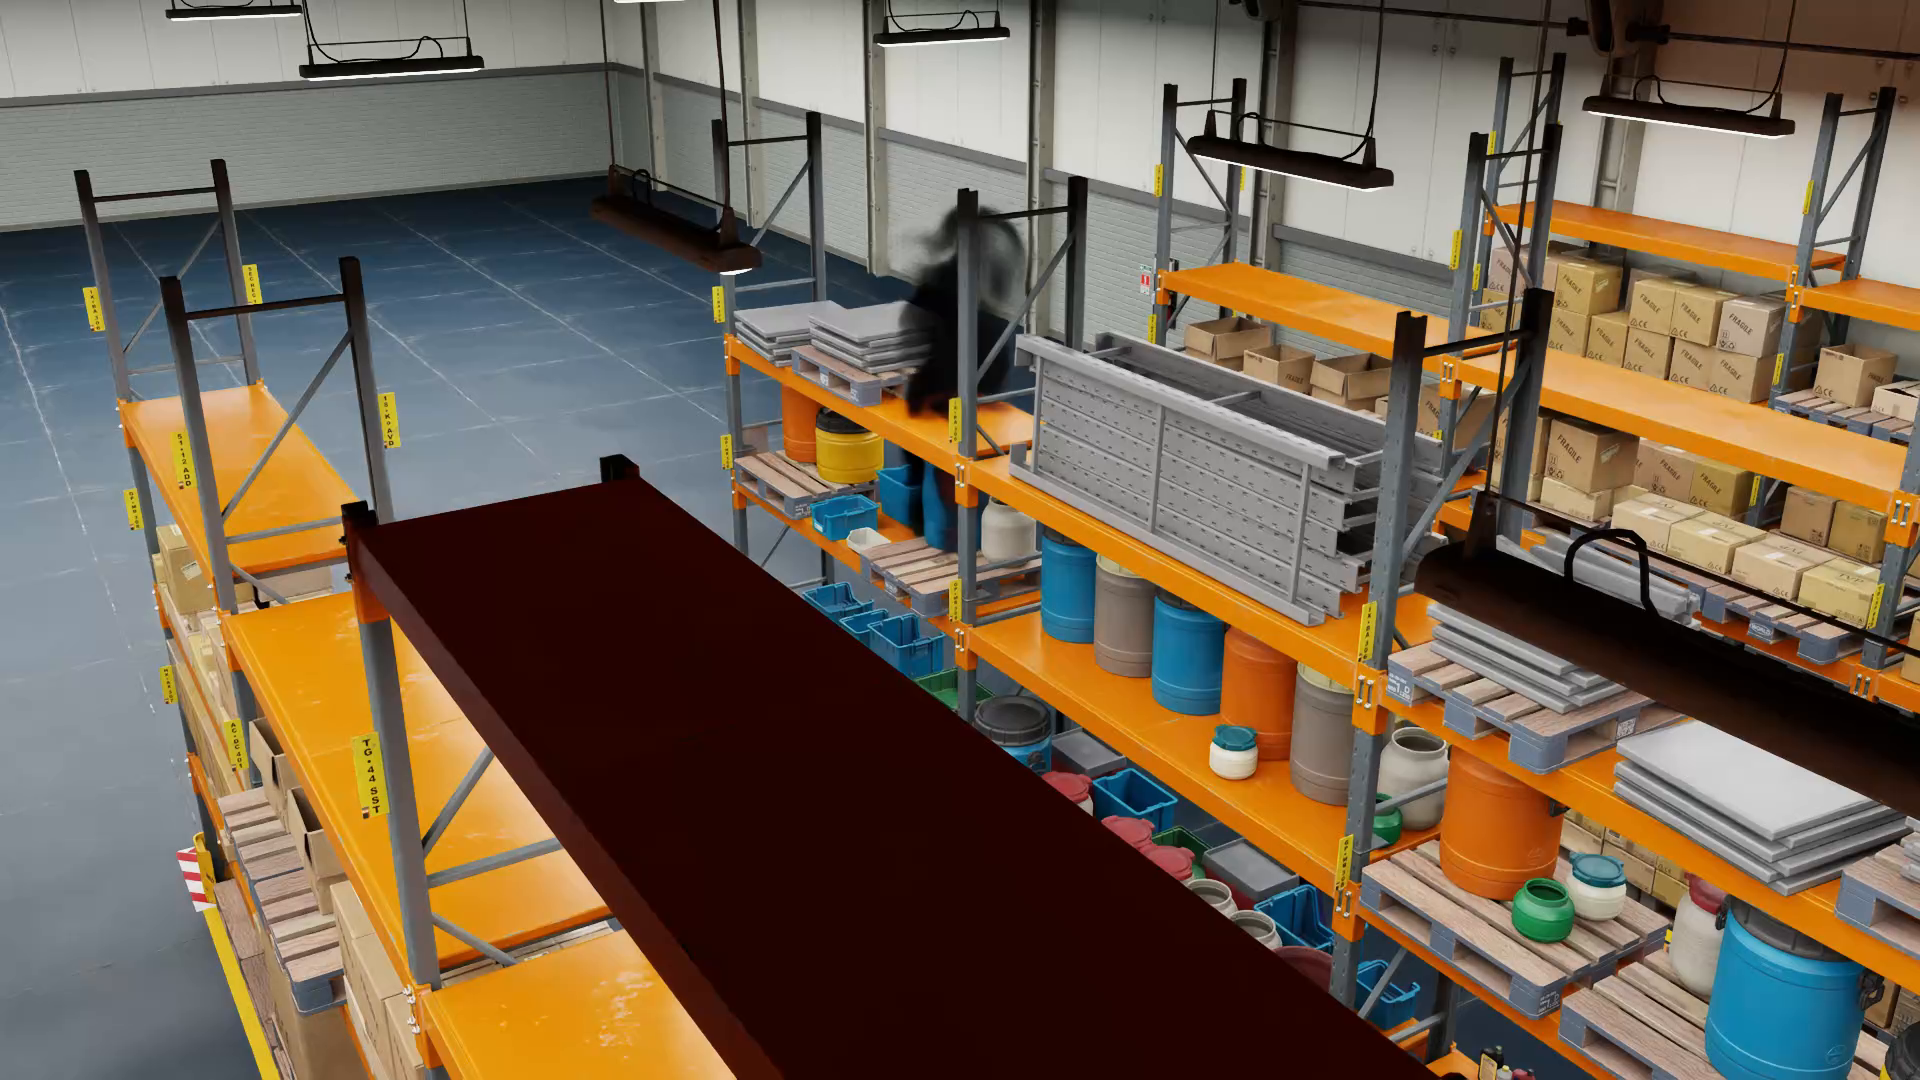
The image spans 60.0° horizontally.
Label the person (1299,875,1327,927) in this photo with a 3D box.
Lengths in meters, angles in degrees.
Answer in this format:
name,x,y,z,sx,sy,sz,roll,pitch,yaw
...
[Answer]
name,x,y,z,sx,sy,sz,roll,pitch,yaw
person,2.680,2.365,12.841,0.600,1.609,0.526,-10,24,-24
